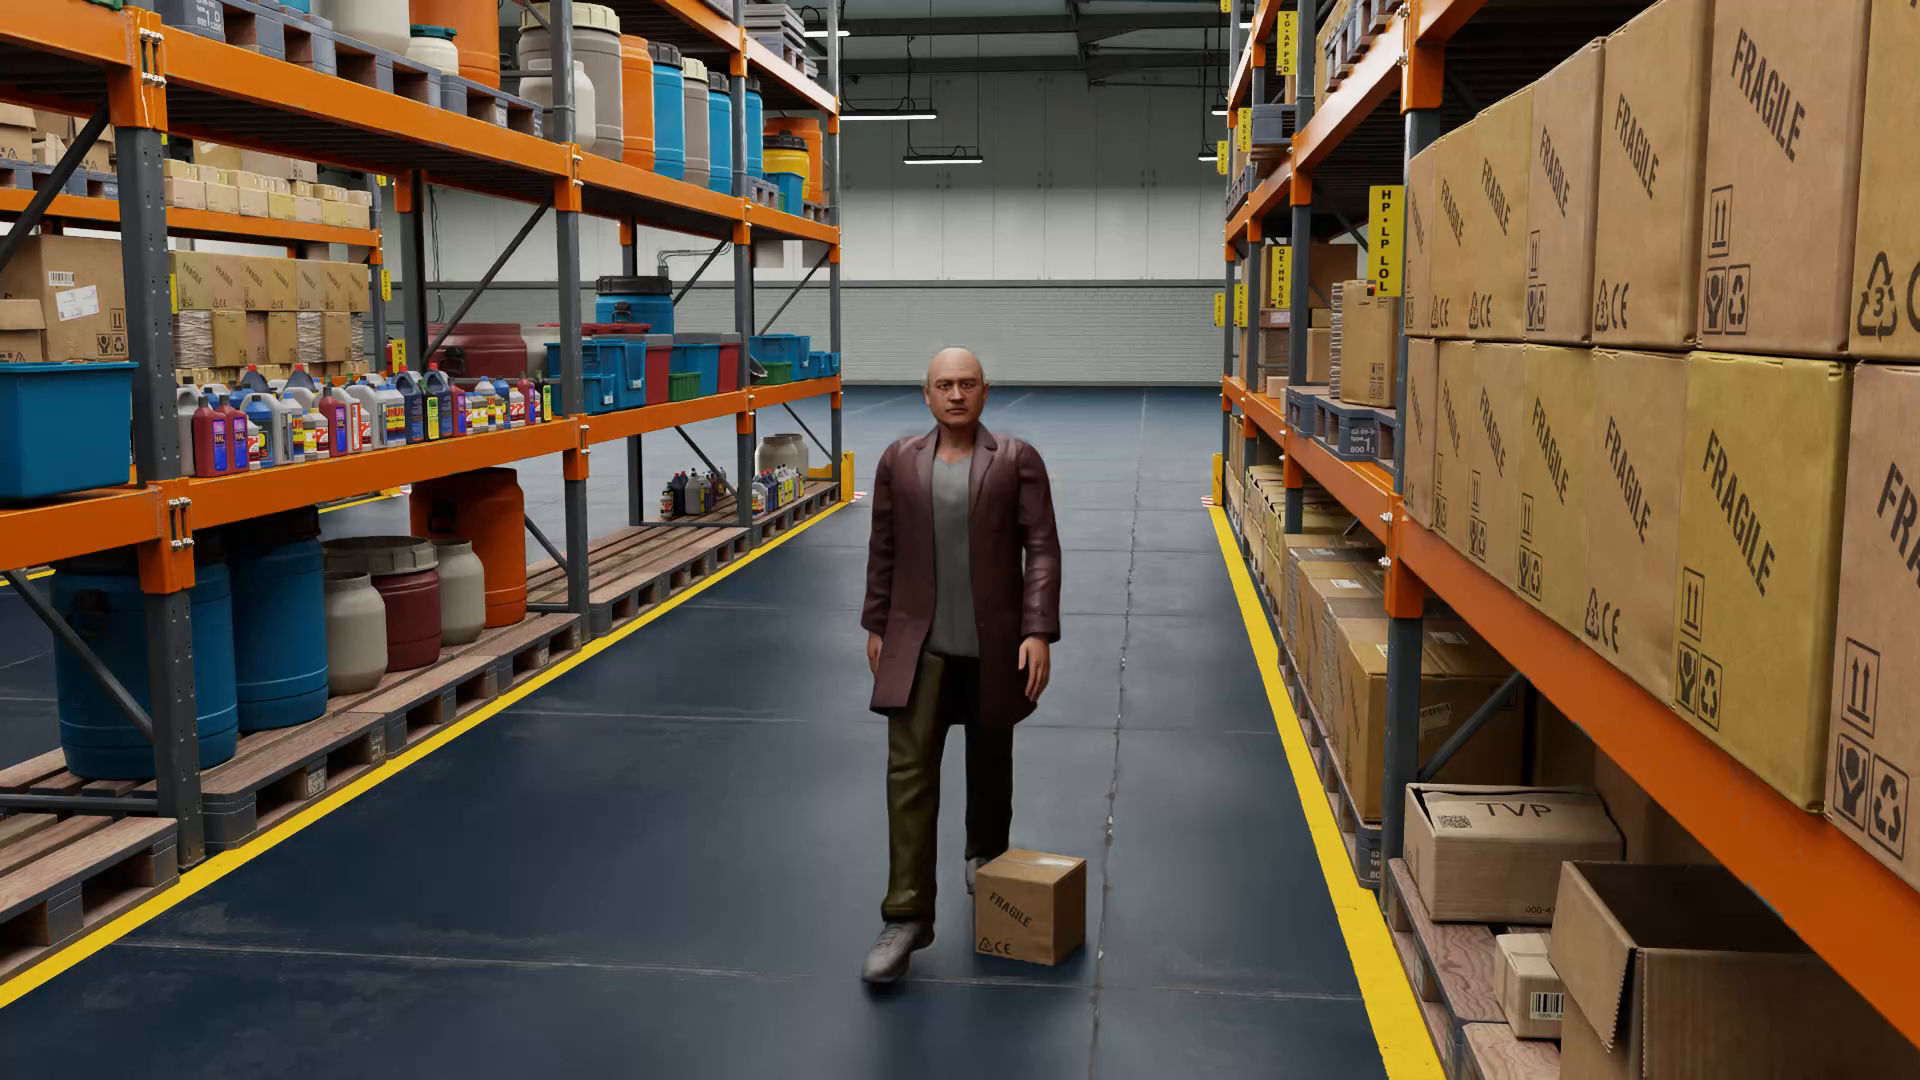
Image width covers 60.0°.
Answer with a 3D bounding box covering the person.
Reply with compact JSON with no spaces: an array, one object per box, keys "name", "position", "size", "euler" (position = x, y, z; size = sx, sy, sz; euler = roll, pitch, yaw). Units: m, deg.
[{"name":"person","position":[-0.014,0.301,4.934],"size":[0.627,1.731,1.054],"euler":[1,7,4]}]
